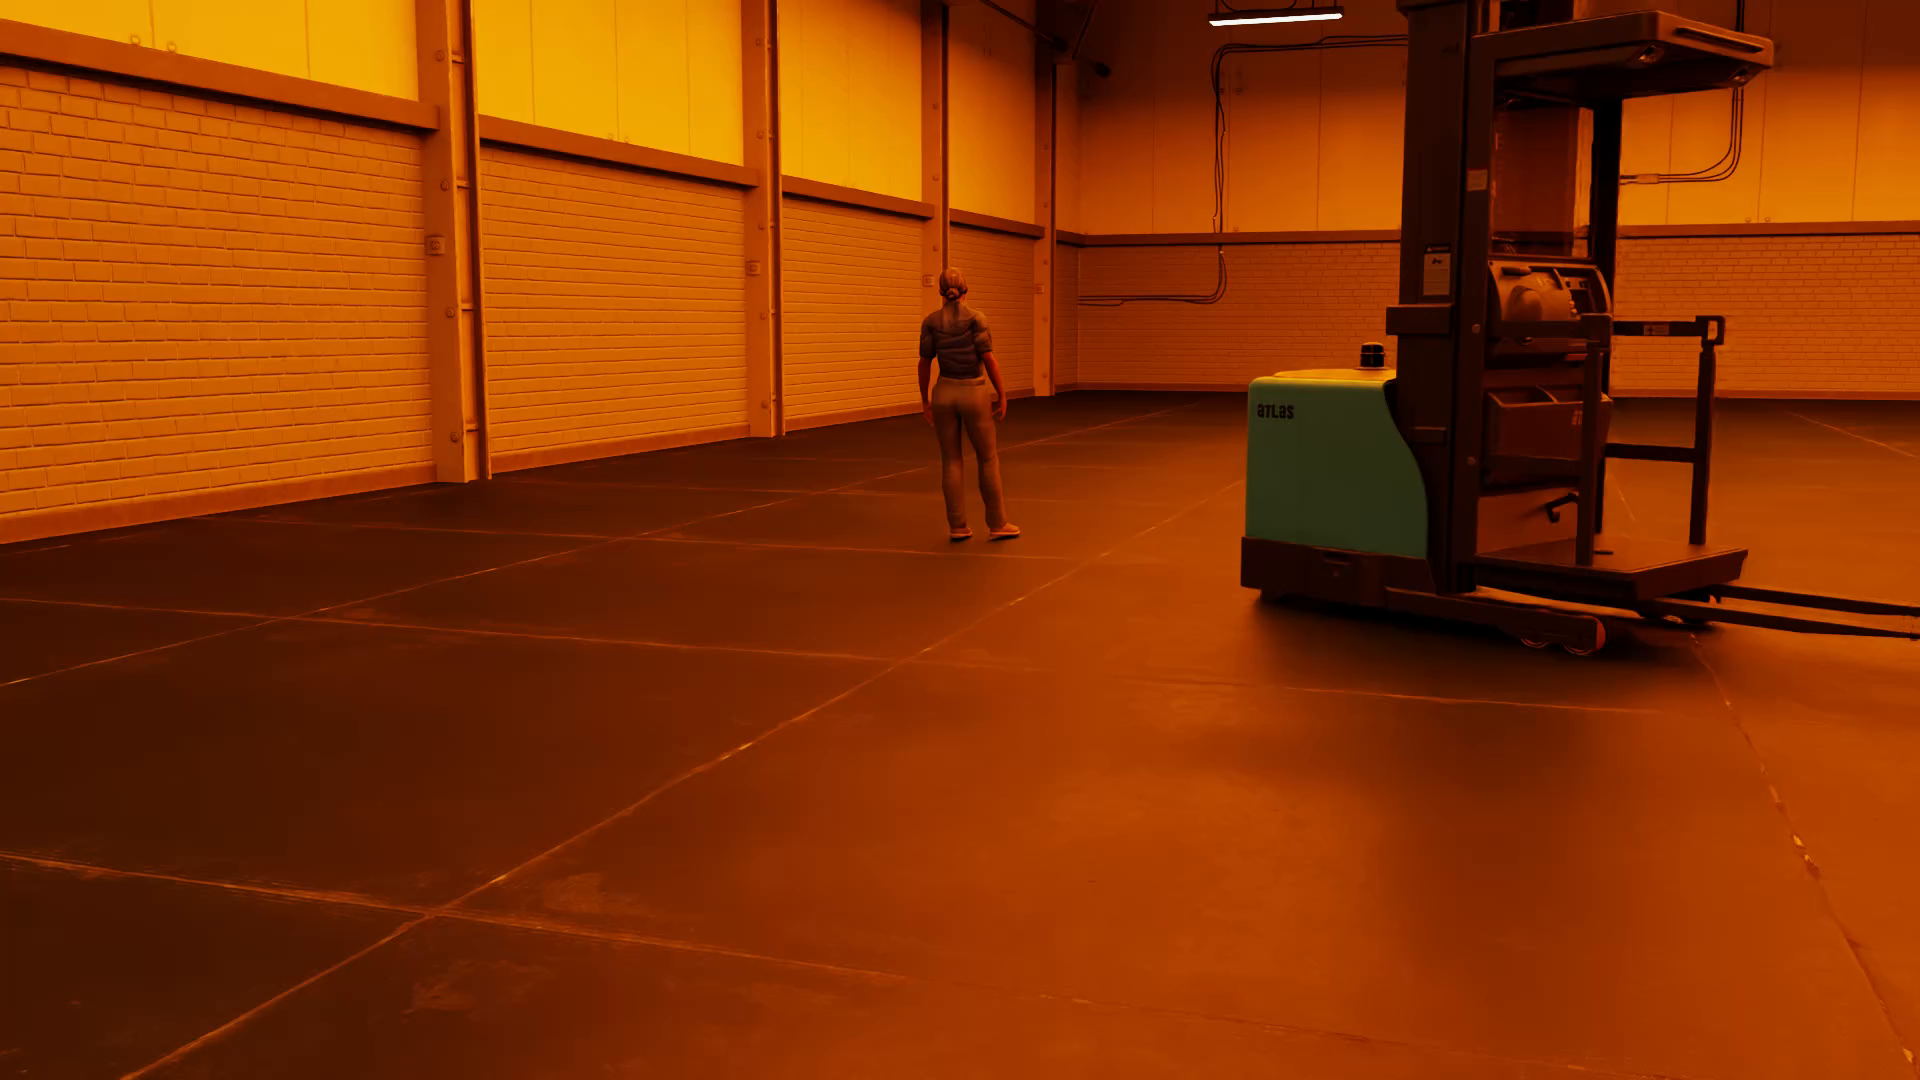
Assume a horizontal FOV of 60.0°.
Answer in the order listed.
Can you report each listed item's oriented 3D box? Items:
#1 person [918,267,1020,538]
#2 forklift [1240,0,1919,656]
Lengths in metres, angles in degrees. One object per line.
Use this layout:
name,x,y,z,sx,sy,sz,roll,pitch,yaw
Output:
person,0.047,-0.838,10.243,0.569,1.656,0.503,3,8,19
forklift,2.703,-1.061,7.062,1.130,2.935,3.031,-6,10,-41
